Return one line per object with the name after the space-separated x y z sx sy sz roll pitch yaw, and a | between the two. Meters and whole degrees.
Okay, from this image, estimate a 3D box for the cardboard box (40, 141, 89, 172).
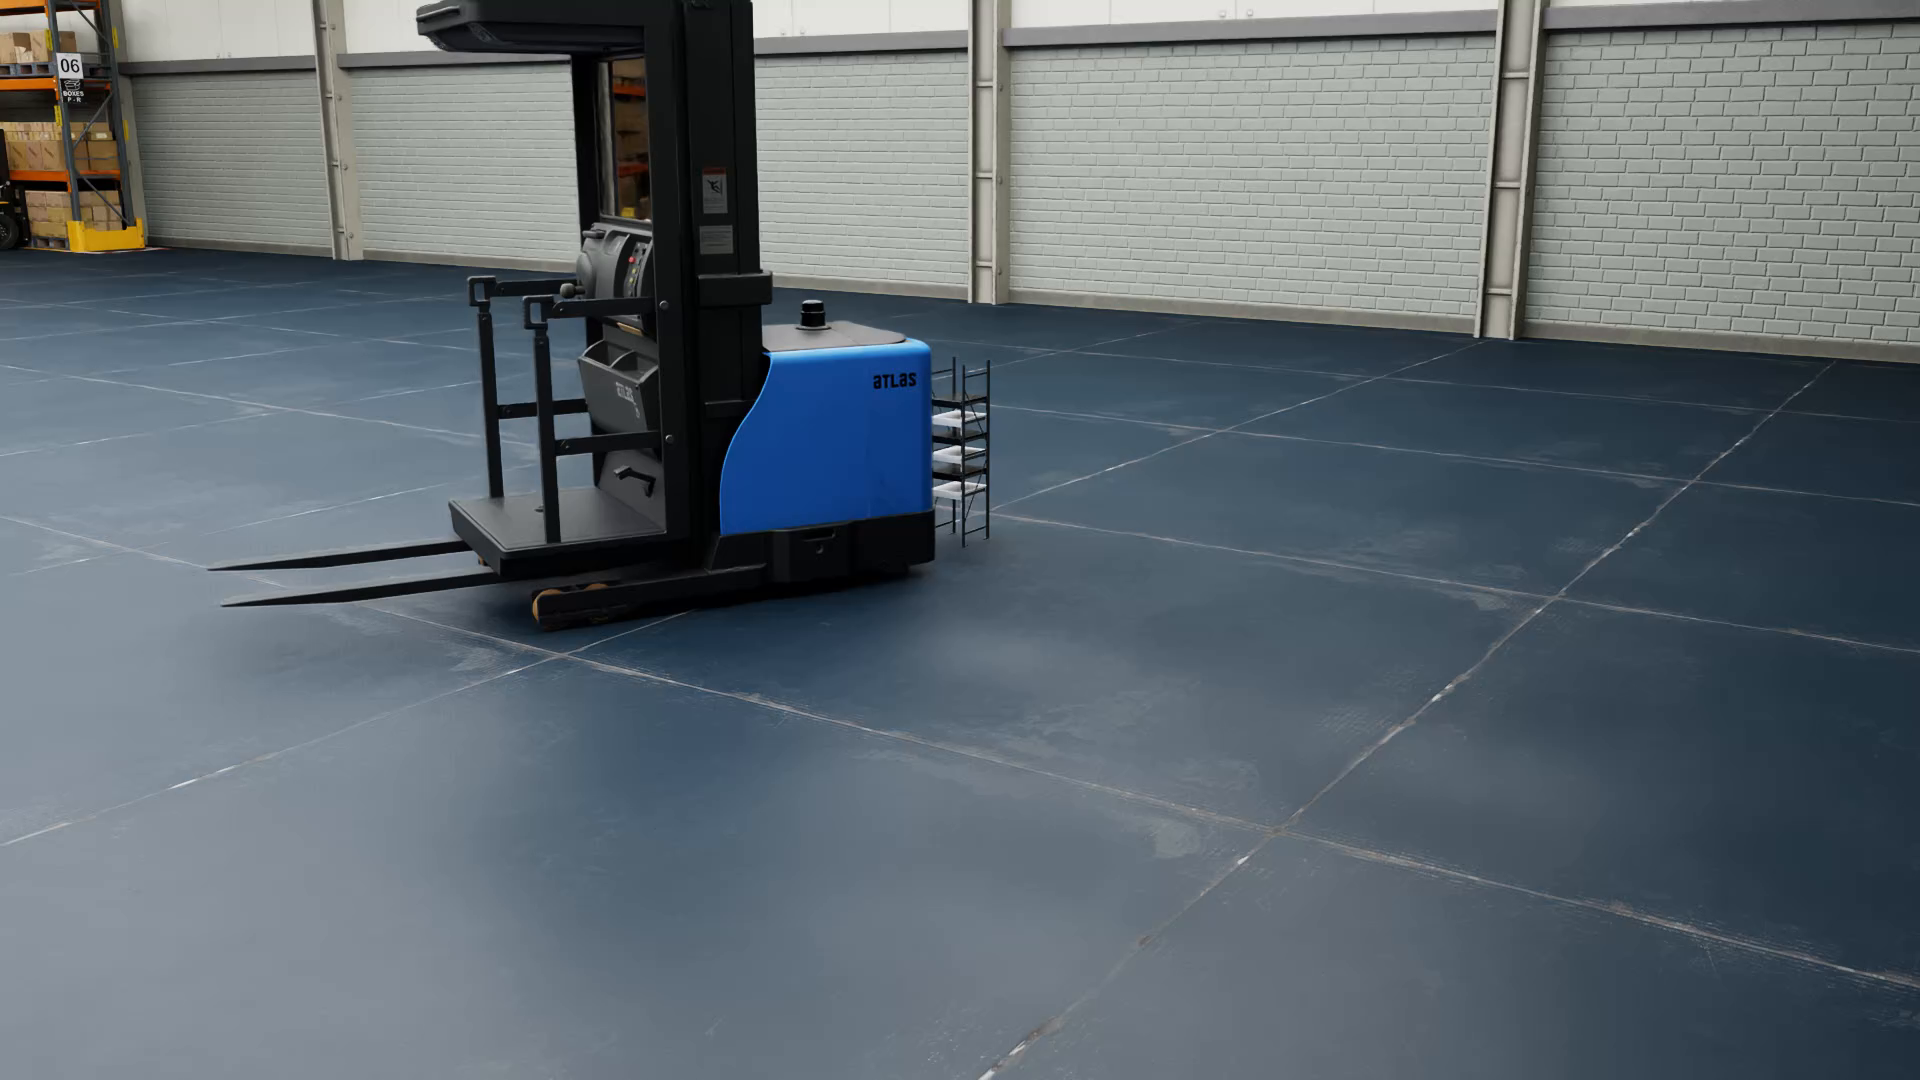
-15.077 -6.470 28.009 0.500 0.500 0.500 9 16 32 | cardboard box

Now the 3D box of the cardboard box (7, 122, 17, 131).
-16.052 -7.073 28.476 0.250 0.149 0.380 10 17 34 | cardboard box

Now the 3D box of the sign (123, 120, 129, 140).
-14.207 -6.976 28.297 0.005 0.325 0.100 9 17 33 | sign

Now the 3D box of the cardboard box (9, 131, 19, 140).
-16.044 -6.929 28.514 0.250 0.149 0.380 9 17 33 | cardboard box

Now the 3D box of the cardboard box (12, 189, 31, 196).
-16.345 -5.964 28.942 0.500 0.250 0.500 9 16 32 | cardboard box

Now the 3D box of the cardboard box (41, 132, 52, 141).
-15.195 -6.790 27.953 0.250 0.149 0.380 9 17 34 | cardboard box

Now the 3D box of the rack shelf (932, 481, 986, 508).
-0.007 -0.231 8.271 0.200 0.077 0.258 9 17 33 | rack shelf

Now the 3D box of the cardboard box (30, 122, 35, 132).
-15.556 -7.026 28.288 0.250 0.149 0.380 9 17 33 | cardboard box

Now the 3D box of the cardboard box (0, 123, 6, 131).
-16.412 -7.163 28.841 0.250 0.149 0.380 9 17 33 | cardboard box

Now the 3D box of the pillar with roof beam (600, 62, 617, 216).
-7.042 -7.125 18.380 0.400 9.000 9.100 9 17 33 | pillar with roof beam

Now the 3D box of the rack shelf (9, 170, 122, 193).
-16.181 -6.327 29.136 4.000 0.370 1.077 9 17 33 | rack shelf

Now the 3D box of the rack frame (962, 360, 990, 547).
0.078 -0.424 8.164 0.006 0.900 0.240 9 17 33 | rack frame

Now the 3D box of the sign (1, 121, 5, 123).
-17.532 -7.514 30.468 0.005 0.325 0.100 9 17 33 | sign

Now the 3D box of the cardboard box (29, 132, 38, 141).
-15.575 -6.873 28.286 0.250 0.149 0.380 9 17 32 | cardboard box

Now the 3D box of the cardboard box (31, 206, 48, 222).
-15.510 -5.592 28.479 0.500 0.250 0.500 9 17 32 | cardboard box

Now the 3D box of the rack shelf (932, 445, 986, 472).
-0.007 -0.406 8.227 0.200 0.077 0.258 9 17 33 | rack shelf

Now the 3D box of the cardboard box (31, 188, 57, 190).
-16.062 -6.070 29.370 0.500 0.250 0.500 9 16 32 | cardboard box

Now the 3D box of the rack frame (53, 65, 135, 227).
-14.522 -6.408 27.966 0.127 3.000 1.000 9 17 33 | rack frame

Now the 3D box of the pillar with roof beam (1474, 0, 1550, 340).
2.915 -5.516 11.879 0.400 9.000 9.100 9 17 33 | pillar with roof beam

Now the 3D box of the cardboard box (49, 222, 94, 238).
-15.088 -5.277 28.246 0.500 0.250 0.500 9 17 33 | cardboard box

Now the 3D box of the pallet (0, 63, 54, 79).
-16.111 -8.084 28.681 1.213 0.211 1.003 9 17 33 | pallet

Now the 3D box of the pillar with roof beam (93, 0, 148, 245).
-16.999 -8.735 24.881 0.400 9.000 9.100 9 17 33 | pillar with roof beam

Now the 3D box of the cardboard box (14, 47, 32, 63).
-15.589 -8.136 27.901 0.258 0.266 0.396 9 17 33 | cardboard box

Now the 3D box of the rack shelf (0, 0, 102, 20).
-16.181 -9.045 28.464 4.000 0.370 1.077 9 17 33 | rack shelf

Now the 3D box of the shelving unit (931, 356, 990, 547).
-0.007 -0.438 8.219 0.210 0.900 0.258 9 17 33 | shelving unit

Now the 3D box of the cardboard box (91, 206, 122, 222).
-14.796 -5.624 28.608 0.500 0.250 0.500 10 17 34 | cardboard box

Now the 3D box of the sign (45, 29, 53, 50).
-14.836 -8.149 27.080 0.005 0.325 0.100 9 17 33 | sign

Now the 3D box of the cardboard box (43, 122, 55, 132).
-15.159 -6.949 27.974 0.250 0.149 0.380 9 17 33 | cardboard box

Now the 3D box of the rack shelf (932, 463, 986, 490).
-0.007 -0.318 8.249 0.200 0.077 0.258 9 17 33 | rack shelf

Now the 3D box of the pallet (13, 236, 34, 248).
-16.188 -5.312 29.344 1.213 0.211 1.003 9 17 33 | pallet

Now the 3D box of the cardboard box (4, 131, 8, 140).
-16.451 -7.001 28.805 0.250 0.149 0.380 9 16 32 | cardboard box

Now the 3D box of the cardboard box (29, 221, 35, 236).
-15.905 -5.414 28.802 0.500 0.250 0.500 9 17 33 | cardboard box

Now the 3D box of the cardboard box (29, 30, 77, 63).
-15.025 -8.176 27.575 0.500 0.500 0.500 10 17 35 | cardboard box

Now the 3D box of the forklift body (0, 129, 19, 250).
-17.113 -5.886 27.626 1.214 2.155 2.313 9 17 33 | forklift body

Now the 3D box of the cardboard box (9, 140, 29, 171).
-15.927 -6.610 28.575 0.500 0.500 0.500 9 16 32 | cardboard box

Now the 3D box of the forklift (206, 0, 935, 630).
-1.660 -1.198 7.062 3.031 2.935 1.130 -7 16 -27 | forklift

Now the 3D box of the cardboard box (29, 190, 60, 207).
-15.505 -5.829 28.396 0.500 0.250 0.500 10 17 34 | cardboard box

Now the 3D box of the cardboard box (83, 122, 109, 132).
-14.681 -7.003 28.195 0.250 0.149 0.380 9 16 32 | cardboard box

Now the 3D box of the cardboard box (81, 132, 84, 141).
-14.899 -6.889 28.352 0.250 0.149 0.380 9 17 33 | cardboard box
